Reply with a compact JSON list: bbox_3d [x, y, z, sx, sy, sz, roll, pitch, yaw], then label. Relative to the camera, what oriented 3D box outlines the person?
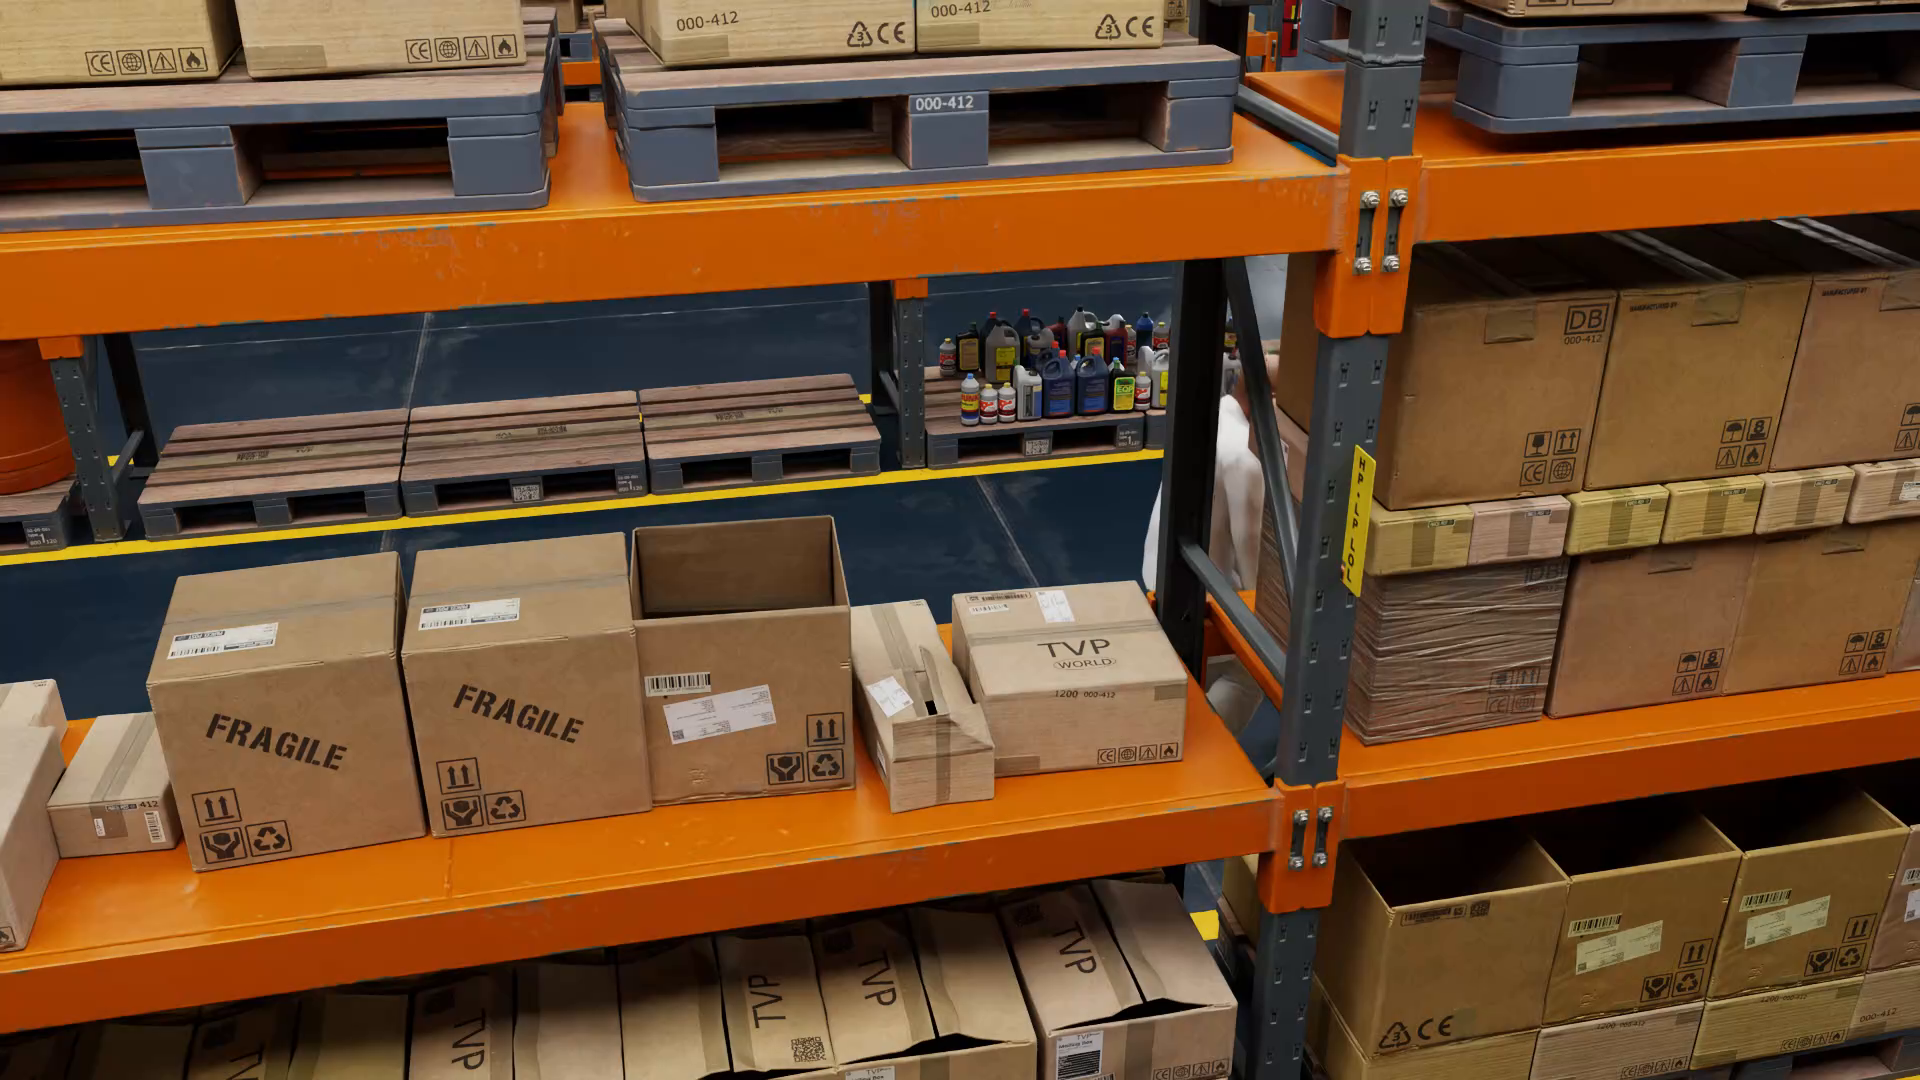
[{"bbox_3d":[0.920,0.120,6.042,0.522,1.653,0.611,-5,27,-10],"label":"person"}]
